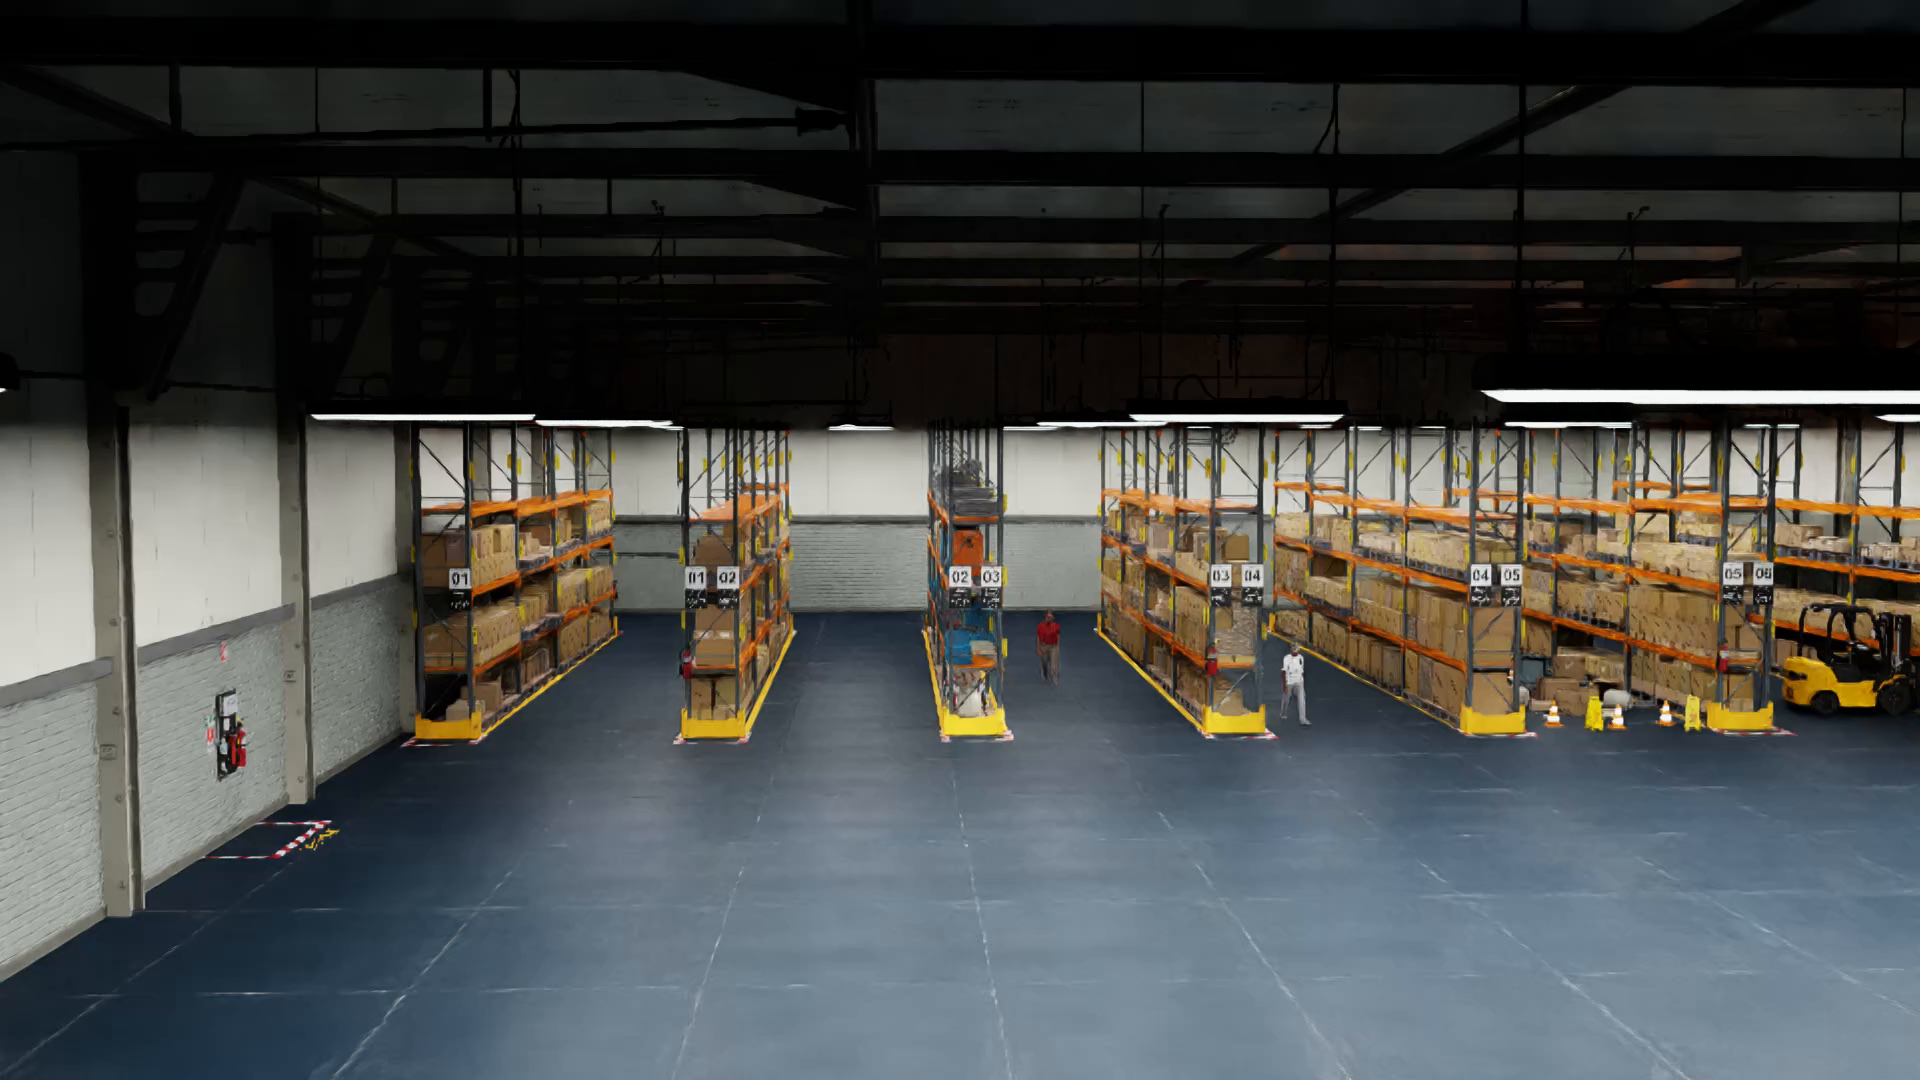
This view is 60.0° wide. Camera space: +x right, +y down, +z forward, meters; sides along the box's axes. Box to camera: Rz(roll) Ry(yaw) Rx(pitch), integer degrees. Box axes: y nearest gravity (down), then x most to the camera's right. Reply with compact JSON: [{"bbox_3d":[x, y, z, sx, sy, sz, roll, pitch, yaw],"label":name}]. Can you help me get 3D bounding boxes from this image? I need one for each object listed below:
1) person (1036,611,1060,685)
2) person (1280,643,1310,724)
[{"bbox_3d":[2.005,2.423,37.718,0.542,1.645,1.126,0,4,0],"label":"person"},{"bbox_3d":[6.535,2.782,32.599,0.455,1.588,1.089,0,4,-5],"label":"person"}]
